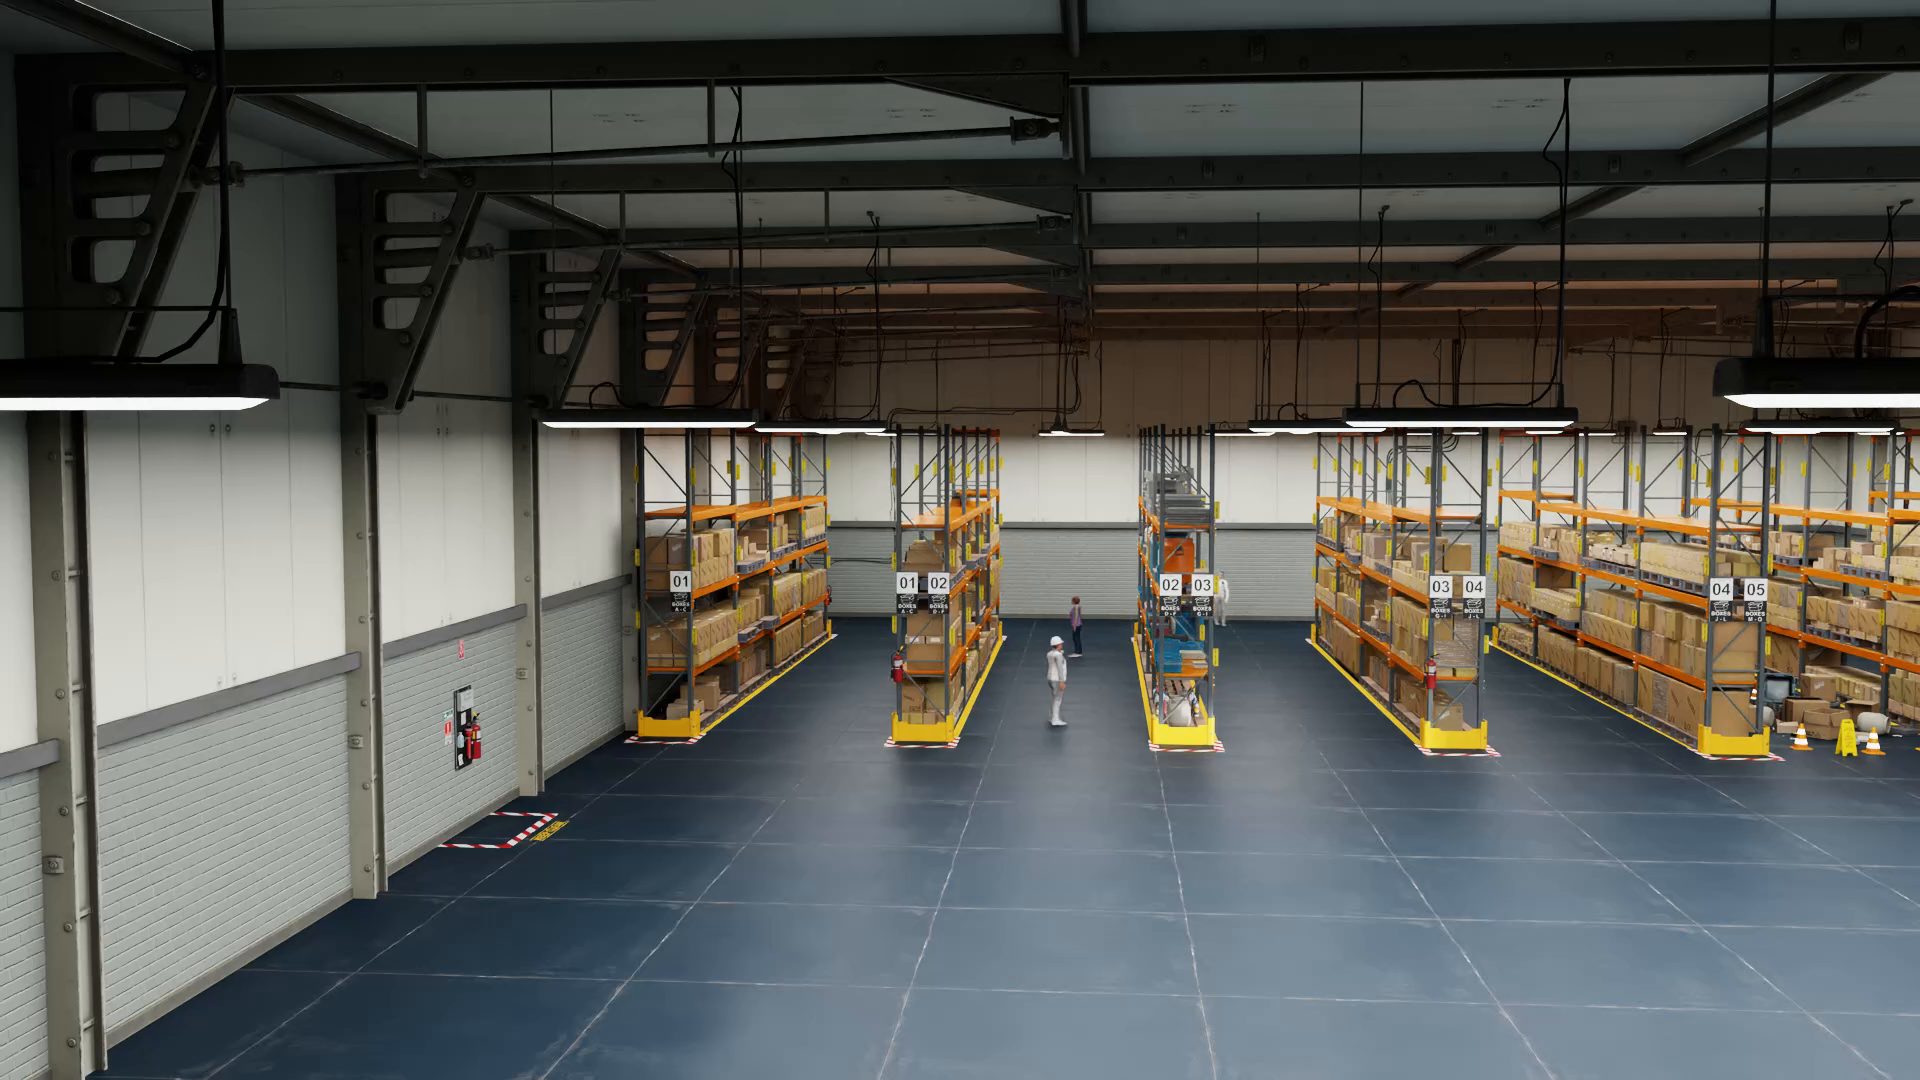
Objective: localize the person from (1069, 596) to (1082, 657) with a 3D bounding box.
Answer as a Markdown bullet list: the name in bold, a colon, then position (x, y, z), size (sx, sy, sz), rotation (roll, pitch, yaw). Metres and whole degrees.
- **person**: position (3.029, 2.266, 43.597), size (0.333, 1.608, 0.491), rotation (0, 4, 7)

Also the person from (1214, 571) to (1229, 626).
- **person**: position (7.991, 1.792, 51.035), size (0.505, 1.704, 0.502), rotation (0, 3, 0)

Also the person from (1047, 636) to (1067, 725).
- **person**: position (1.988, 2.829, 33.252), size (0.448, 1.808, 0.587), rotation (-1, 4, -15)
